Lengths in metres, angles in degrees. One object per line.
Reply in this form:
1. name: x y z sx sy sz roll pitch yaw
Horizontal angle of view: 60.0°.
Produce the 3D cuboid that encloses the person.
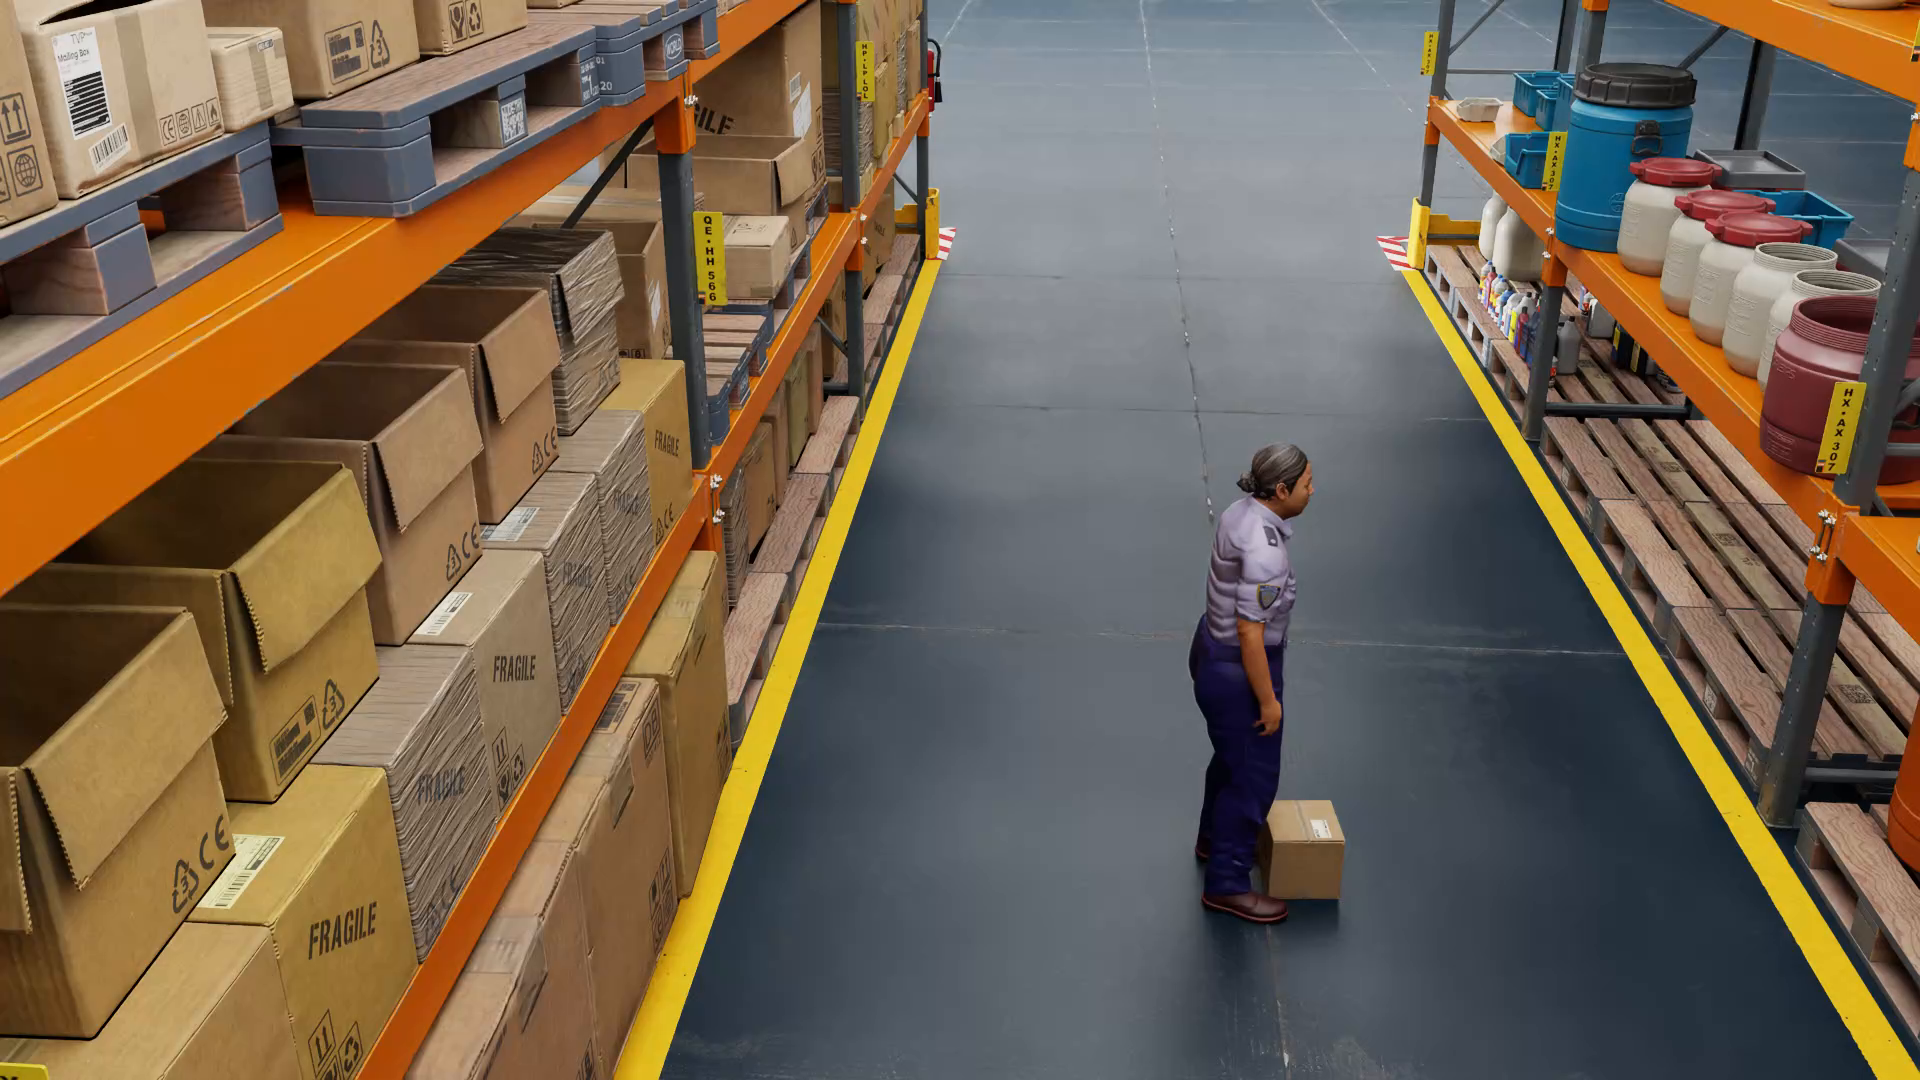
1. person: 0.970 0.454 5.625 0.369 1.653 0.563 1 25 1
